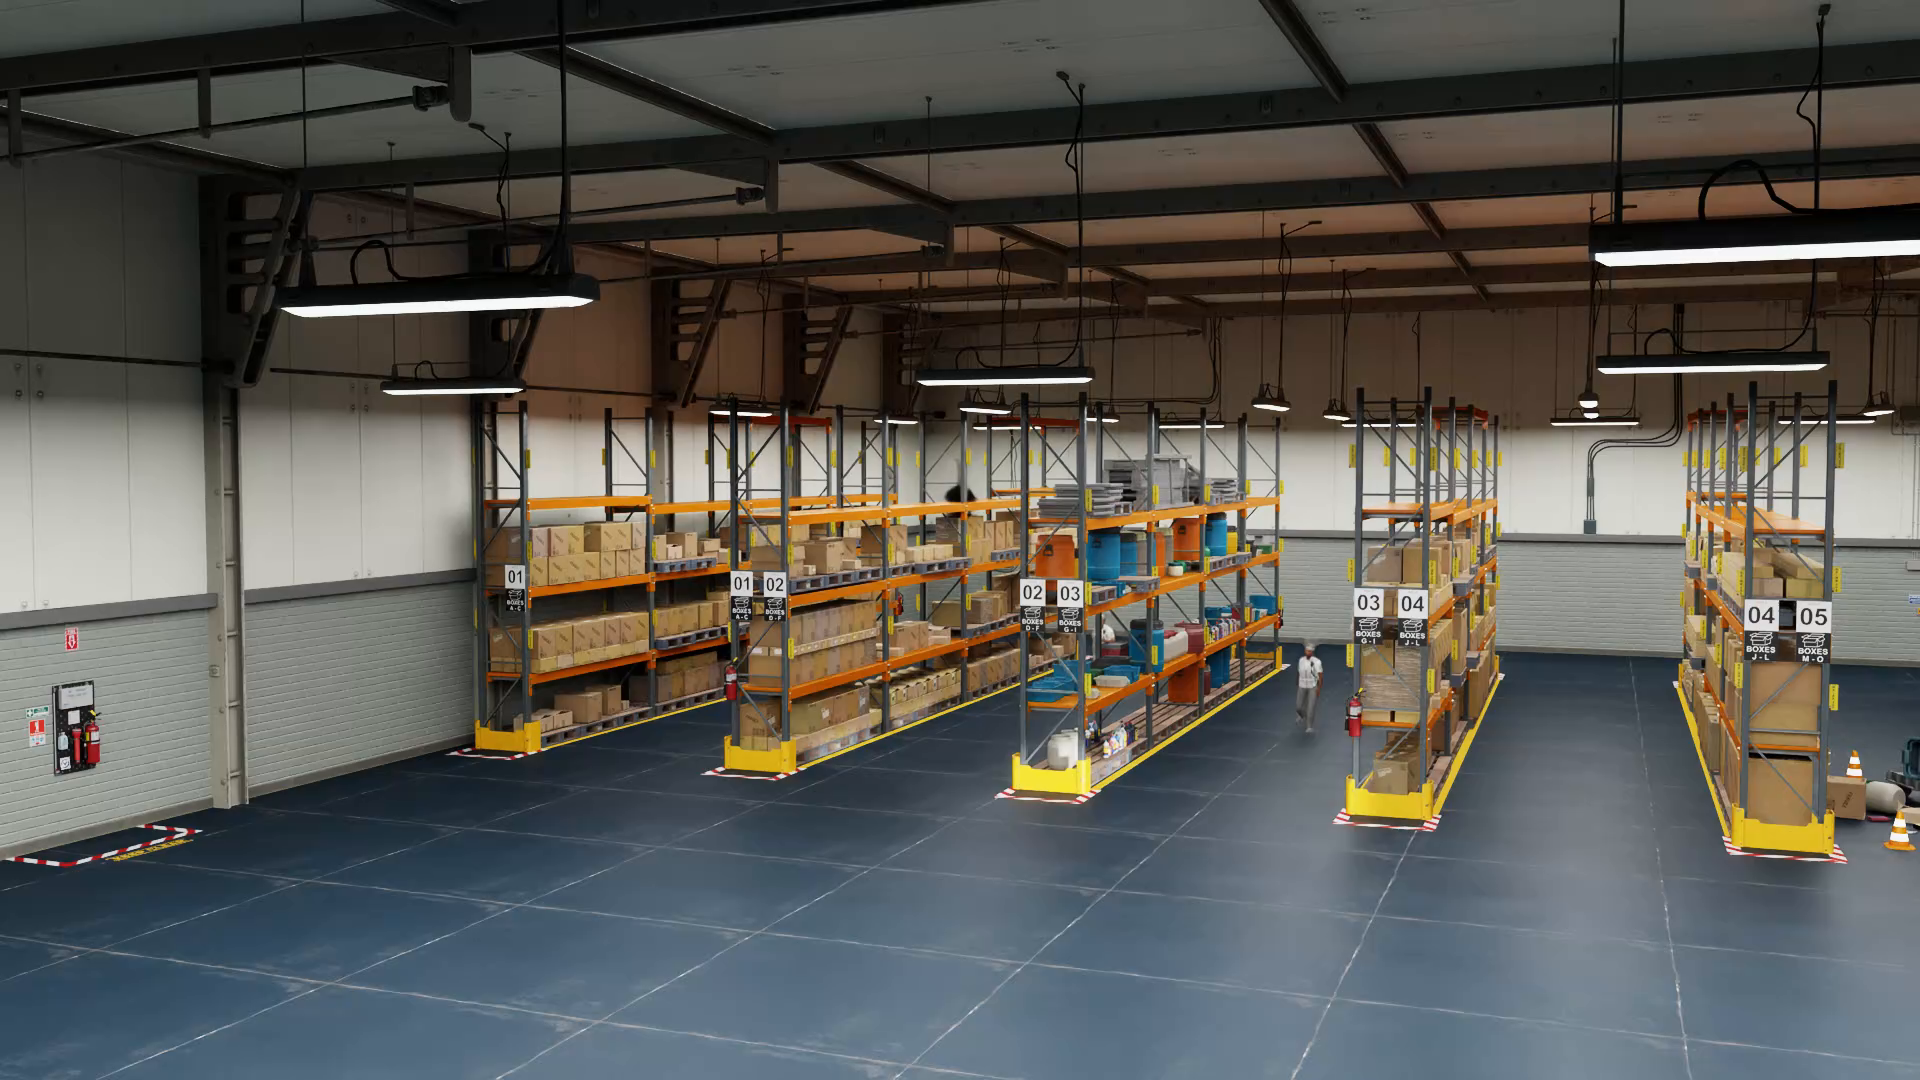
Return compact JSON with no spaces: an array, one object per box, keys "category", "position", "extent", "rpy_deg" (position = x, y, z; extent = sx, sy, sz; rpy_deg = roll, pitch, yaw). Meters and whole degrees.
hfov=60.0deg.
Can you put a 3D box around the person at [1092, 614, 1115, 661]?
[{"category":"person","position":[3.053,2.436,35.601],"extent":[0.586,1.706,0.730],"rpy_deg":[1,3,22]}]

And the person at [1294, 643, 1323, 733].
[{"category":"person","position":[6.381,2.695,30.463],"extent":[0.631,1.649,0.652],"rpy_deg":[2,3,30]}]
